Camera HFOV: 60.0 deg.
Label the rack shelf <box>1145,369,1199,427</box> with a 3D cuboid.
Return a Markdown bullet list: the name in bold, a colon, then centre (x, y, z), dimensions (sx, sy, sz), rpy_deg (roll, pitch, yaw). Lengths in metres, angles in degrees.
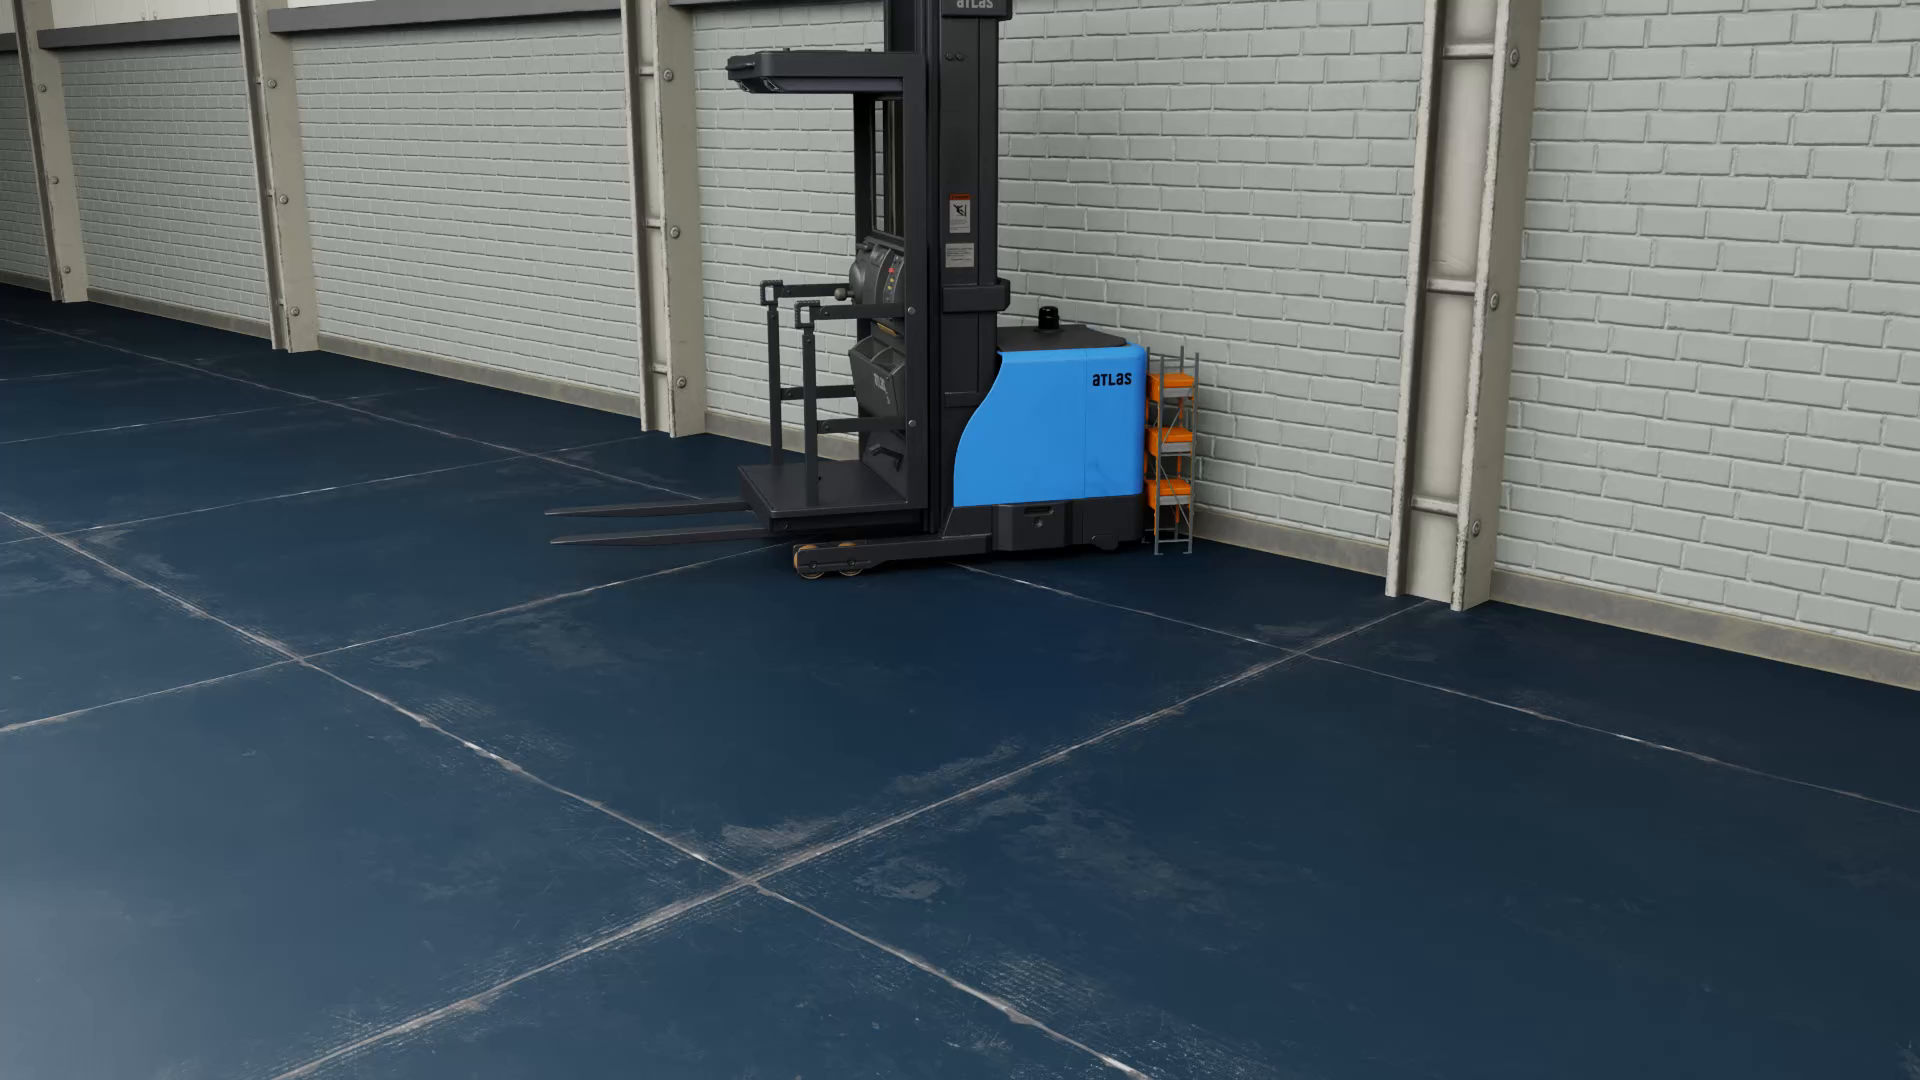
- **rack shelf**: centre (1.087, -0.729, 8.565), dimensions (0.215, 0.259, 0.240), rpy_deg (-3, 15, -10)

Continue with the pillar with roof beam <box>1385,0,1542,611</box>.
- **pillar with roof beam**: centre (-0.714, -3.306, 3.772), dimensions (0.400, 9.000, 9.100), rpy_deg (14, 20, 42)

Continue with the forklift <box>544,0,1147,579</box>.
- **forklift**: centre (-0.605, -1.374, 8.394), dimensions (3.031, 2.935, 1.130), rpy_deg (-4, 15, -16)

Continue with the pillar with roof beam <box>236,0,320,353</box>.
- **pillar with roof beam**: centre (-9.353, -5.406, 11.832), dimensions (0.400, 9.000, 9.100), rpy_deg (14, 20, 42)

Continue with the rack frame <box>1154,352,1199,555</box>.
- **rack frame**: centre (1.109, -0.435, 8.518), dimensions (0.200, 1.050, 0.008), rpy_deg (-3, 15, -10)

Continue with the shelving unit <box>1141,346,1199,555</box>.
- **shelving unit**: centre (1.087, -0.465, 8.634), dimensions (0.215, 1.050, 0.252), rpy_deg (-3, 15, -10)

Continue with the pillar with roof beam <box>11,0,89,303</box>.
- **pillar with roof beam**: centre (-13.672, -6.456, 15.862), dimensions (0.400, 9.000, 9.100), rpy_deg (14, 20, 42)

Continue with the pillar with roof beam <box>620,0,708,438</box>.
- **pillar with roof beam**: centre (-5.033, -4.356, 7.802), dimensions (0.400, 9.000, 9.100), rpy_deg (14, 20, 42)

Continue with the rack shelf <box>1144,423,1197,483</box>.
- **rack shelf**: centre (1.087, -0.455, 8.636), dimensions (0.215, 0.259, 0.240), rpy_deg (-3, 15, -10)

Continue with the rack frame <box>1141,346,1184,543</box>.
- **rack frame**: centre (1.065, -0.495, 8.750), dimensions (0.200, 1.050, 0.008), rpy_deg (-3, 15, -10)

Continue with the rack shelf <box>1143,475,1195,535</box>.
- **rack shelf**: centre (1.087, -0.186, 8.706), dimensions (0.215, 0.259, 0.240), rpy_deg (-3, 15, -10)
